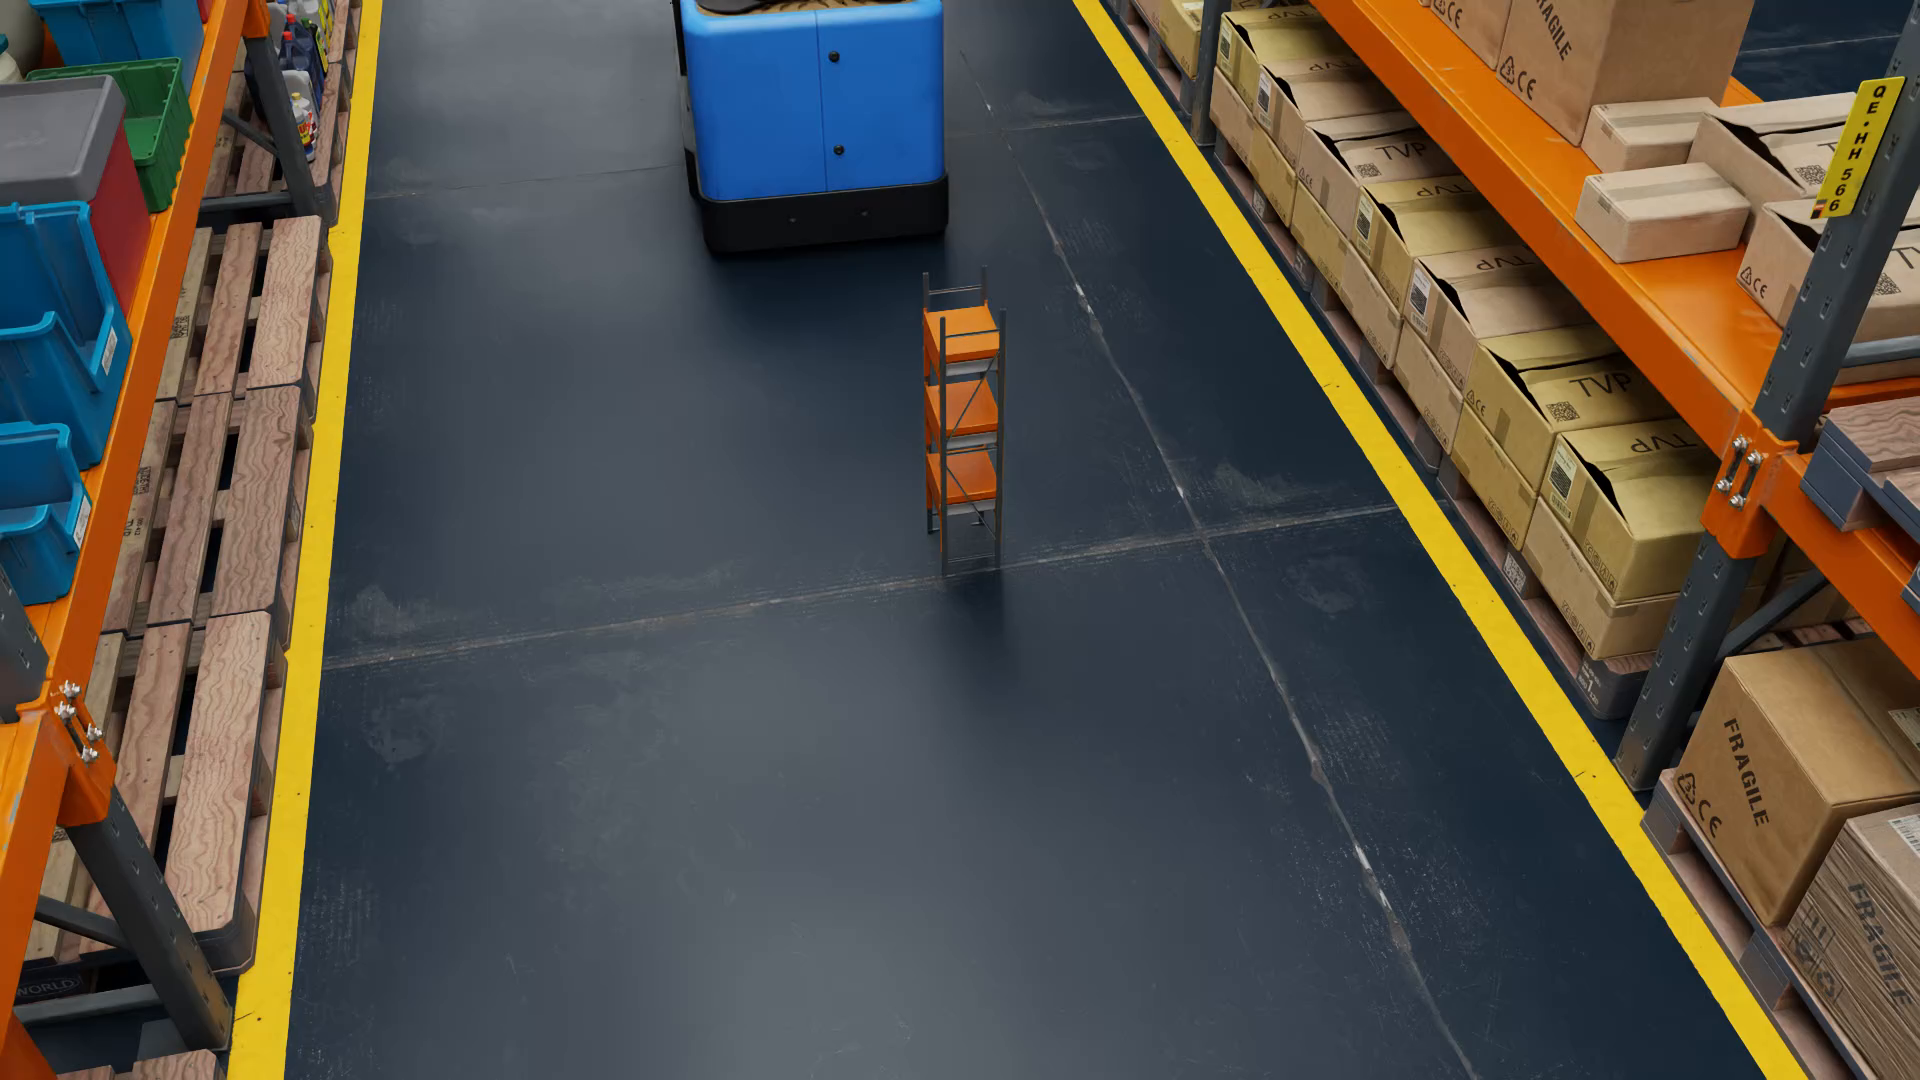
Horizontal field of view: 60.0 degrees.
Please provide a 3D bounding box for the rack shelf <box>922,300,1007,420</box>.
[{"bbox_3d":[0.012,-0.562,5.181,0.215,0.259,0.240,-8,42,-9],"label":"rack shelf"}]

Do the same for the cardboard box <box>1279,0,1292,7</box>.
[{"bbox_3d":[1.791,-2.549,8.117,0.500,0.250,0.500,-8,42,-9],"label":"cardboard box"}]

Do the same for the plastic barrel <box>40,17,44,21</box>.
[{"bbox_3d":[-3.455,-2.262,5.662,0.600,0.901,0.708,-8,42,-9],"label":"plastic barrel"}]

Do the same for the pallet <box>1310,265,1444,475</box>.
[{"bbox_3d":[2.059,-0.769,6.457,1.003,0.211,1.213,-8,42,-9],"label":"pallet"}]

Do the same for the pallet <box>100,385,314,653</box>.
[{"bbox_3d":[-2.768,-0.030,5.625,1.003,0.211,1.213,-8,42,-9],"label":"pallet"}]

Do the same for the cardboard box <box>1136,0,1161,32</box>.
[{"bbox_3d":[1.183,-2.800,8.399,0.500,0.250,0.500,-8,42,-9],"label":"cardboard box"}]

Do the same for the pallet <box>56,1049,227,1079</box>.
[{"bbox_3d":[-2.168,1.772,3.595,1.003,0.211,1.213,-8,42,-9],"label":"pallet"}]

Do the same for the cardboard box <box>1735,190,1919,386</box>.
[{"bbox_3d":[2.423,-0.692,4.337,0.500,0.311,0.500,-6,42,-7],"label":"cardboard box"}]

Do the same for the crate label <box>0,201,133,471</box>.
[{"bbox_3d":[-2.329,-0.472,3.995,0.502,0.435,0.616,-8,42,-9],"label":"crate label"}]

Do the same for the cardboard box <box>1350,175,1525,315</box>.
[{"bbox_3d":[1.774,-1.115,6.079,0.500,0.311,0.500,-7,42,-8],"label":"cardboard box"}]

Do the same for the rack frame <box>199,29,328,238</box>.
[{"bbox_3d":[-3.242,-2.369,6.159,1.000,3.000,0.127,-8,42,-9],"label":"rack frame"}]

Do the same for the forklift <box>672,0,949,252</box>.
[{"bbox_3d":[-0.817,-3.293,7.252,1.130,2.935,3.031,-7,42,-8],"label":"forklift"}]

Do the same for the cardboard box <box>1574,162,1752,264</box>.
[{"bbox_3d":[1.994,-0.933,4.730,0.380,0.149,0.250,-8,42,-9],"label":"cardboard box"}]

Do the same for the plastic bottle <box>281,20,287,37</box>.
[{"bbox_3d":[-3.120,-2.308,7.814,0.097,0.271,0.097,0,42,0],"label":"plastic bottle"}]

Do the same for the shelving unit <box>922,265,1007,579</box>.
[{"bbox_3d":[0.012,-0.358,5.362,0.215,1.050,0.252,-8,42,-9],"label":"shelving unit"}]

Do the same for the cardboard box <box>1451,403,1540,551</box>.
[{"bbox_3d":[1.992,-0.252,5.529,0.500,0.250,0.500,-9,42,-10],"label":"cardboard box"}]

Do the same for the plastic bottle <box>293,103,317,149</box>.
[{"bbox_3d":[-2.905,-1.822,7.320,0.097,0.201,0.097,0,42,0],"label":"plastic bottle"}]

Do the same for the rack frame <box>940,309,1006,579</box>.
[{"bbox_3d":[0.038,-0.279,5.273,0.200,1.050,0.008,-8,42,-9],"label":"rack frame"}]

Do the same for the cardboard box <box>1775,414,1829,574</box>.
[{"bbox_3d":[2.632,-0.203,5.052,0.500,0.311,0.500,-7,42,-8],"label":"cardboard box"}]

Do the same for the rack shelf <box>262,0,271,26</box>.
[{"bbox_3d":[-3.674,-3.396,7.858,1.077,0.370,4.000,-8,42,-9],"label":"rack shelf"}]

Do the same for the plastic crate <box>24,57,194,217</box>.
[{"bbox_3d":[-2.591,-1.201,5.003,0.450,0.188,0.662,-8,42,-9],"label":"plastic crate"}]

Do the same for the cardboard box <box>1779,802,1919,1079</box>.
[{"bbox_3d":[2.396,0.962,3.959,0.500,0.500,0.500,-10,43,-11],"label":"cardboard box"}]

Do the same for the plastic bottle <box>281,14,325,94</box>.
[{"bbox_3d":[-3.052,-2.248,7.687,0.144,0.351,0.185,-10,43,-11],"label":"plastic bottle"}]

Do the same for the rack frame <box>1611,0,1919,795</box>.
[{"bbox_3d":[2.458,-0.483,4.035,1.000,3.000,0.127,-8,42,-9],"label":"rack frame"}]

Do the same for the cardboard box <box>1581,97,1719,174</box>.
[{"bbox_3d":[2.128,-1.208,5.040,0.380,0.149,0.250,-5,42,-6],"label":"cardboard box"}]

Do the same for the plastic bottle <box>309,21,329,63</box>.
[{"bbox_3d":[-3.090,-2.379,7.947,0.097,0.201,0.097,0,42,0],"label":"plastic bottle"}]

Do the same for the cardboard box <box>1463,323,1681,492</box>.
[{"bbox_3d":[1.986,-0.462,5.343,0.500,0.311,0.500,-9,42,-10],"label":"cardboard box"}]

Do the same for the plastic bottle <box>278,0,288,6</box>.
[{"bbox_3d":[-3.293,-2.542,8.131,0.097,0.201,0.097,0,42,0],"label":"plastic bottle"}]

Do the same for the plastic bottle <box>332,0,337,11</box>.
[{"bbox_3d":[-3.254,-2.813,8.379,0.152,0.276,0.135,-8,42,-9],"label":"plastic bottle"}]

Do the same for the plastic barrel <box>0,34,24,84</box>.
[{"bbox_3d":[-3.107,-1.437,5.214,0.301,0.262,0.301,0,42,0],"label":"plastic barrel"}]

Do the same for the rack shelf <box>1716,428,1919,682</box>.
[{"bbox_3d":[2.890,1.082,2.813,1.077,0.370,4.000,-8,42,-9],"label":"rack shelf"}]

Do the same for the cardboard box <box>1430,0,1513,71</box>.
[{"bbox_3d":[1.967,-1.947,5.609,0.500,0.500,0.500,-8,42,-9],"label":"cardboard box"}]

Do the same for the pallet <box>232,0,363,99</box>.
[{"bbox_3d":[-3.613,-2.560,8.474,1.003,0.211,1.213,-8,42,-9],"label":"pallet"}]

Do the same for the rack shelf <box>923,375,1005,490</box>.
[{"bbox_3d":[0.012,-0.350,5.369,0.215,0.259,0.240,-8,42,-9],"label":"rack shelf"}]

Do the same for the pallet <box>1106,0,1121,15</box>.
[{"bbox_3d":[1.197,-3.347,9.362,1.003,0.211,1.213,-8,42,-9],"label":"pallet"}]

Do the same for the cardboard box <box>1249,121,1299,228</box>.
[{"bbox_3d":[1.549,-1.576,7.021,0.500,0.250,0.500,-7,42,-8],"label":"cardboard box"}]

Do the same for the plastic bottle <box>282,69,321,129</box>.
[{"bbox_3d":[-2.980,-1.990,7.452,0.152,0.276,0.135,-7,42,-8],"label":"plastic bottle"}]

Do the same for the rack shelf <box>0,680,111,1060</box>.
[{"bbox_3d":[-1.947,1.790,2.016,1.077,0.370,4.000,-8,42,-9],"label":"rack shelf"}]

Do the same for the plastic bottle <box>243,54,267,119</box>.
[{"bbox_3d":[-3.152,-2.105,7.525,0.144,0.351,0.185,-8,42,-9],"label":"plastic bottle"}]

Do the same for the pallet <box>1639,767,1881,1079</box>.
[{"bbox_3d":[2.583,1.049,4.409,1.003,0.211,1.213,-8,42,-9],"label":"pallet"}]

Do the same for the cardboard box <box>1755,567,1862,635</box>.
[{"bbox_3d":[2.632,0.006,5.238,0.500,0.250,0.500,-8,42,-9],"label":"cardboard box"}]

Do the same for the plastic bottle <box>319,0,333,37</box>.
[{"bbox_3d":[-3.184,-2.644,8.133,0.144,0.351,0.185,-7,42,-8],"label":"plastic bottle"}]

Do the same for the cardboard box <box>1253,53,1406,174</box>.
[{"bbox_3d":[1.544,-1.786,6.835,0.500,0.311,0.500,-9,42,-10],"label":"cardboard box"}]

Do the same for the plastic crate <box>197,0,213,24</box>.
[{"bbox_3d":[-2.839,-2.123,5.834,0.402,0.464,0.583,-8,42,-9],"label":"plastic crate"}]

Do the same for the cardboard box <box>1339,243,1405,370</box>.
[{"bbox_3d":[1.773,-0.911,6.272,0.500,0.250,0.500,-8,42,-8],"label":"cardboard box"}]
